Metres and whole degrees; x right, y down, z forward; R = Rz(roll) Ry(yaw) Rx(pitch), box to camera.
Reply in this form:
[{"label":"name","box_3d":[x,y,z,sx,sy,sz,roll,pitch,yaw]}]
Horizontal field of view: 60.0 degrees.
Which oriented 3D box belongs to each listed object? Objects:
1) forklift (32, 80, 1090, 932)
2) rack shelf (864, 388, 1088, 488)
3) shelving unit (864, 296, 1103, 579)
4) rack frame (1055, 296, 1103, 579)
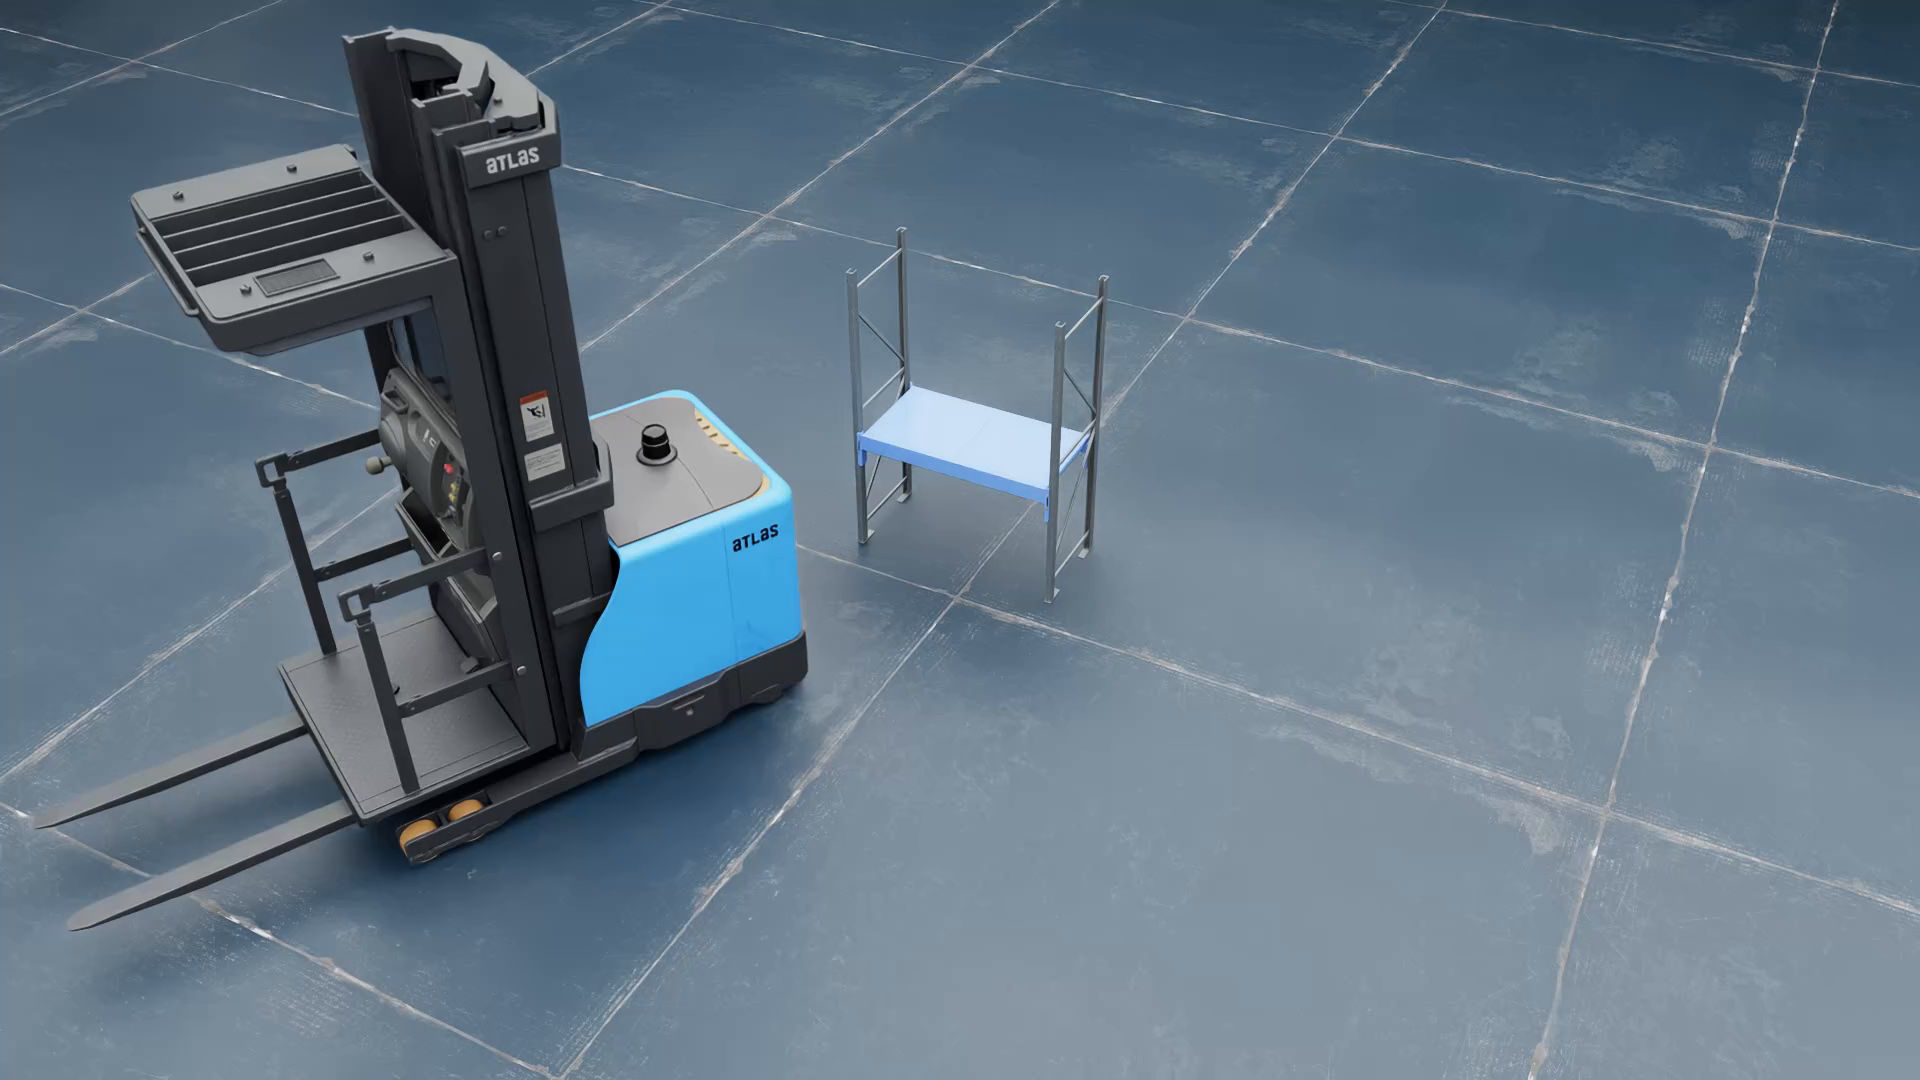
[{"label":"forklift","box_3d":[-8.715,-1.110,6.756,15.967,3.598,10.324,-23,43,-27]},{"label":"rack shelf","box_3d":[0.076,-0.469,7.864,0.952,0.062,0.459,17,41,21]},{"label":"shelving unit","box_3d":[0.094,-0.569,7.779,0.991,1.308,0.475,17,41,21]},{"label":"rack frame","box_3d":[0.528,-0.433,7.600,0.013,1.308,0.475,17,41,21]}]
